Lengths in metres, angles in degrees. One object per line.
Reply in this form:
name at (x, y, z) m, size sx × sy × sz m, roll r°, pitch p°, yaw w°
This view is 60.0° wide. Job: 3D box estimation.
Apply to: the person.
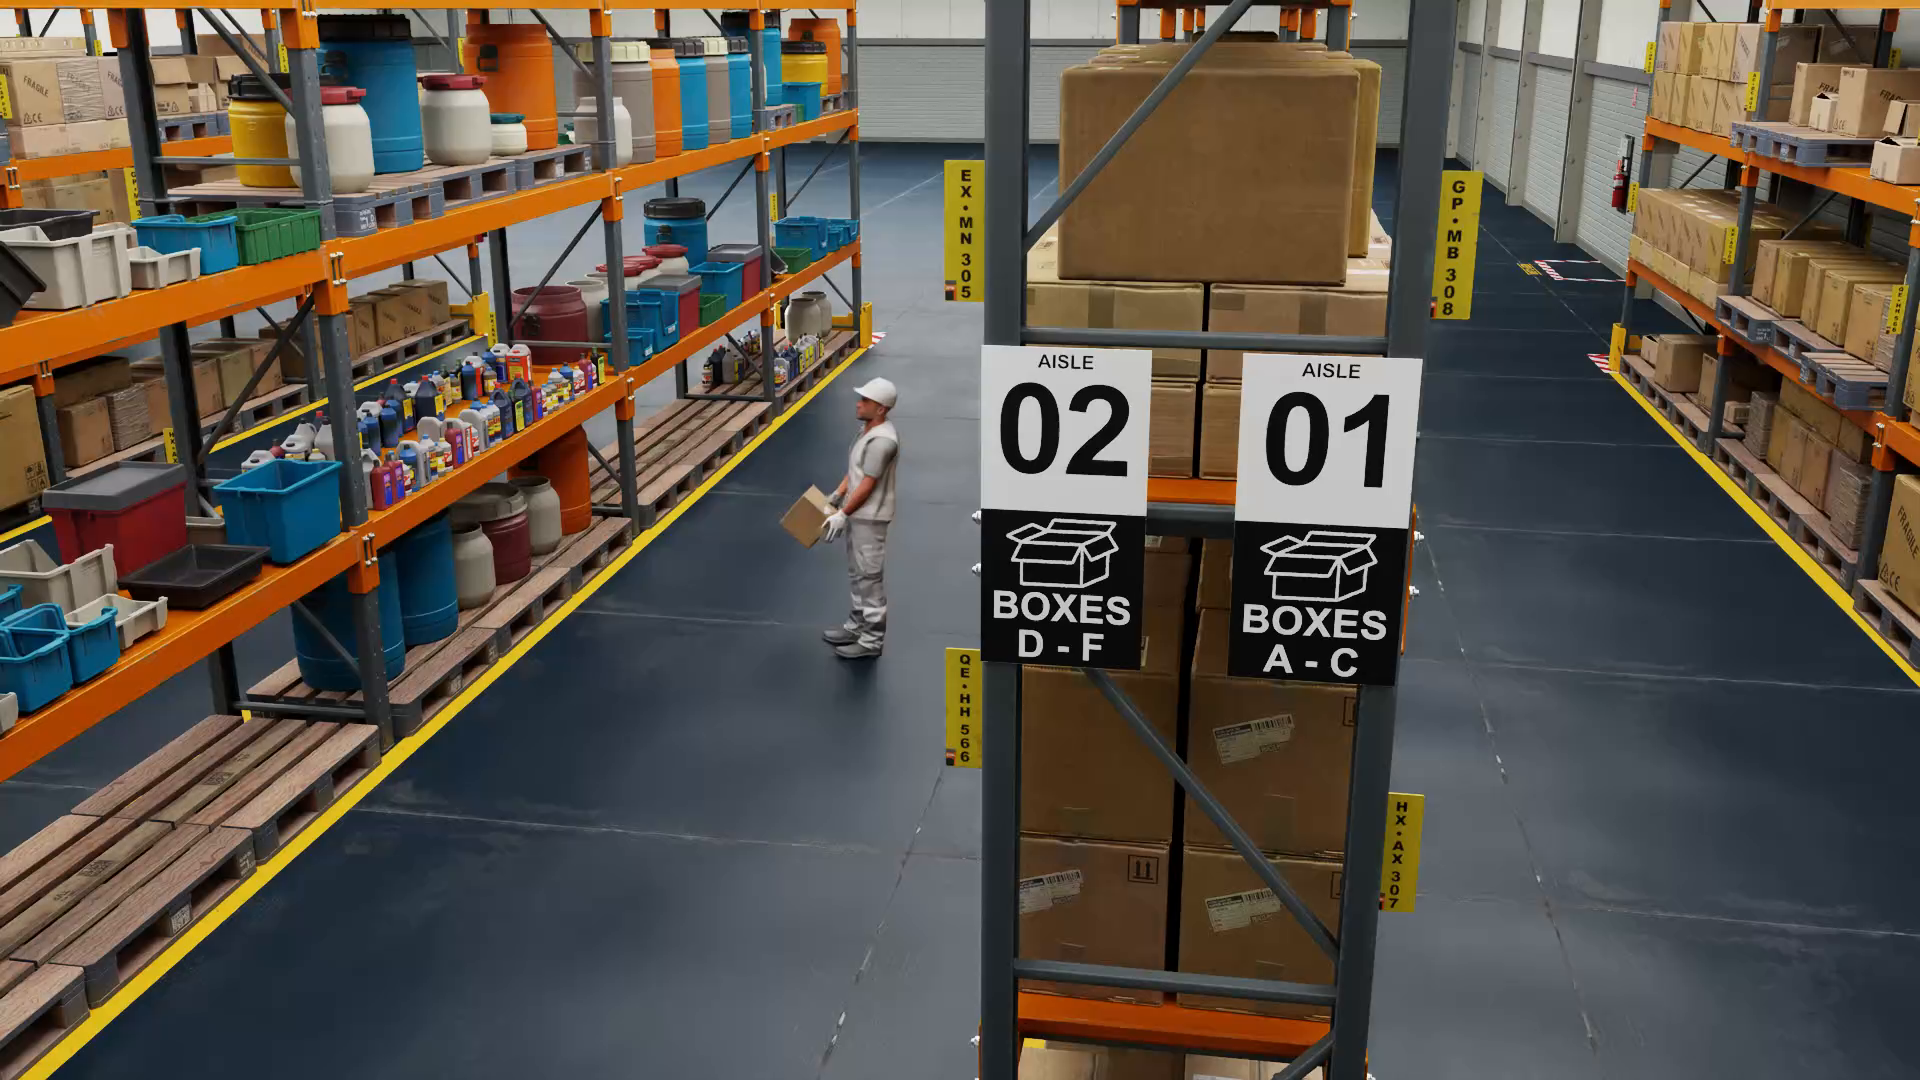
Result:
person at (-0.636, -0.136, 10.411) m, size 0.501 × 1.795 × 0.563 m, roll -3°, pitch 18°, yaw -10°
